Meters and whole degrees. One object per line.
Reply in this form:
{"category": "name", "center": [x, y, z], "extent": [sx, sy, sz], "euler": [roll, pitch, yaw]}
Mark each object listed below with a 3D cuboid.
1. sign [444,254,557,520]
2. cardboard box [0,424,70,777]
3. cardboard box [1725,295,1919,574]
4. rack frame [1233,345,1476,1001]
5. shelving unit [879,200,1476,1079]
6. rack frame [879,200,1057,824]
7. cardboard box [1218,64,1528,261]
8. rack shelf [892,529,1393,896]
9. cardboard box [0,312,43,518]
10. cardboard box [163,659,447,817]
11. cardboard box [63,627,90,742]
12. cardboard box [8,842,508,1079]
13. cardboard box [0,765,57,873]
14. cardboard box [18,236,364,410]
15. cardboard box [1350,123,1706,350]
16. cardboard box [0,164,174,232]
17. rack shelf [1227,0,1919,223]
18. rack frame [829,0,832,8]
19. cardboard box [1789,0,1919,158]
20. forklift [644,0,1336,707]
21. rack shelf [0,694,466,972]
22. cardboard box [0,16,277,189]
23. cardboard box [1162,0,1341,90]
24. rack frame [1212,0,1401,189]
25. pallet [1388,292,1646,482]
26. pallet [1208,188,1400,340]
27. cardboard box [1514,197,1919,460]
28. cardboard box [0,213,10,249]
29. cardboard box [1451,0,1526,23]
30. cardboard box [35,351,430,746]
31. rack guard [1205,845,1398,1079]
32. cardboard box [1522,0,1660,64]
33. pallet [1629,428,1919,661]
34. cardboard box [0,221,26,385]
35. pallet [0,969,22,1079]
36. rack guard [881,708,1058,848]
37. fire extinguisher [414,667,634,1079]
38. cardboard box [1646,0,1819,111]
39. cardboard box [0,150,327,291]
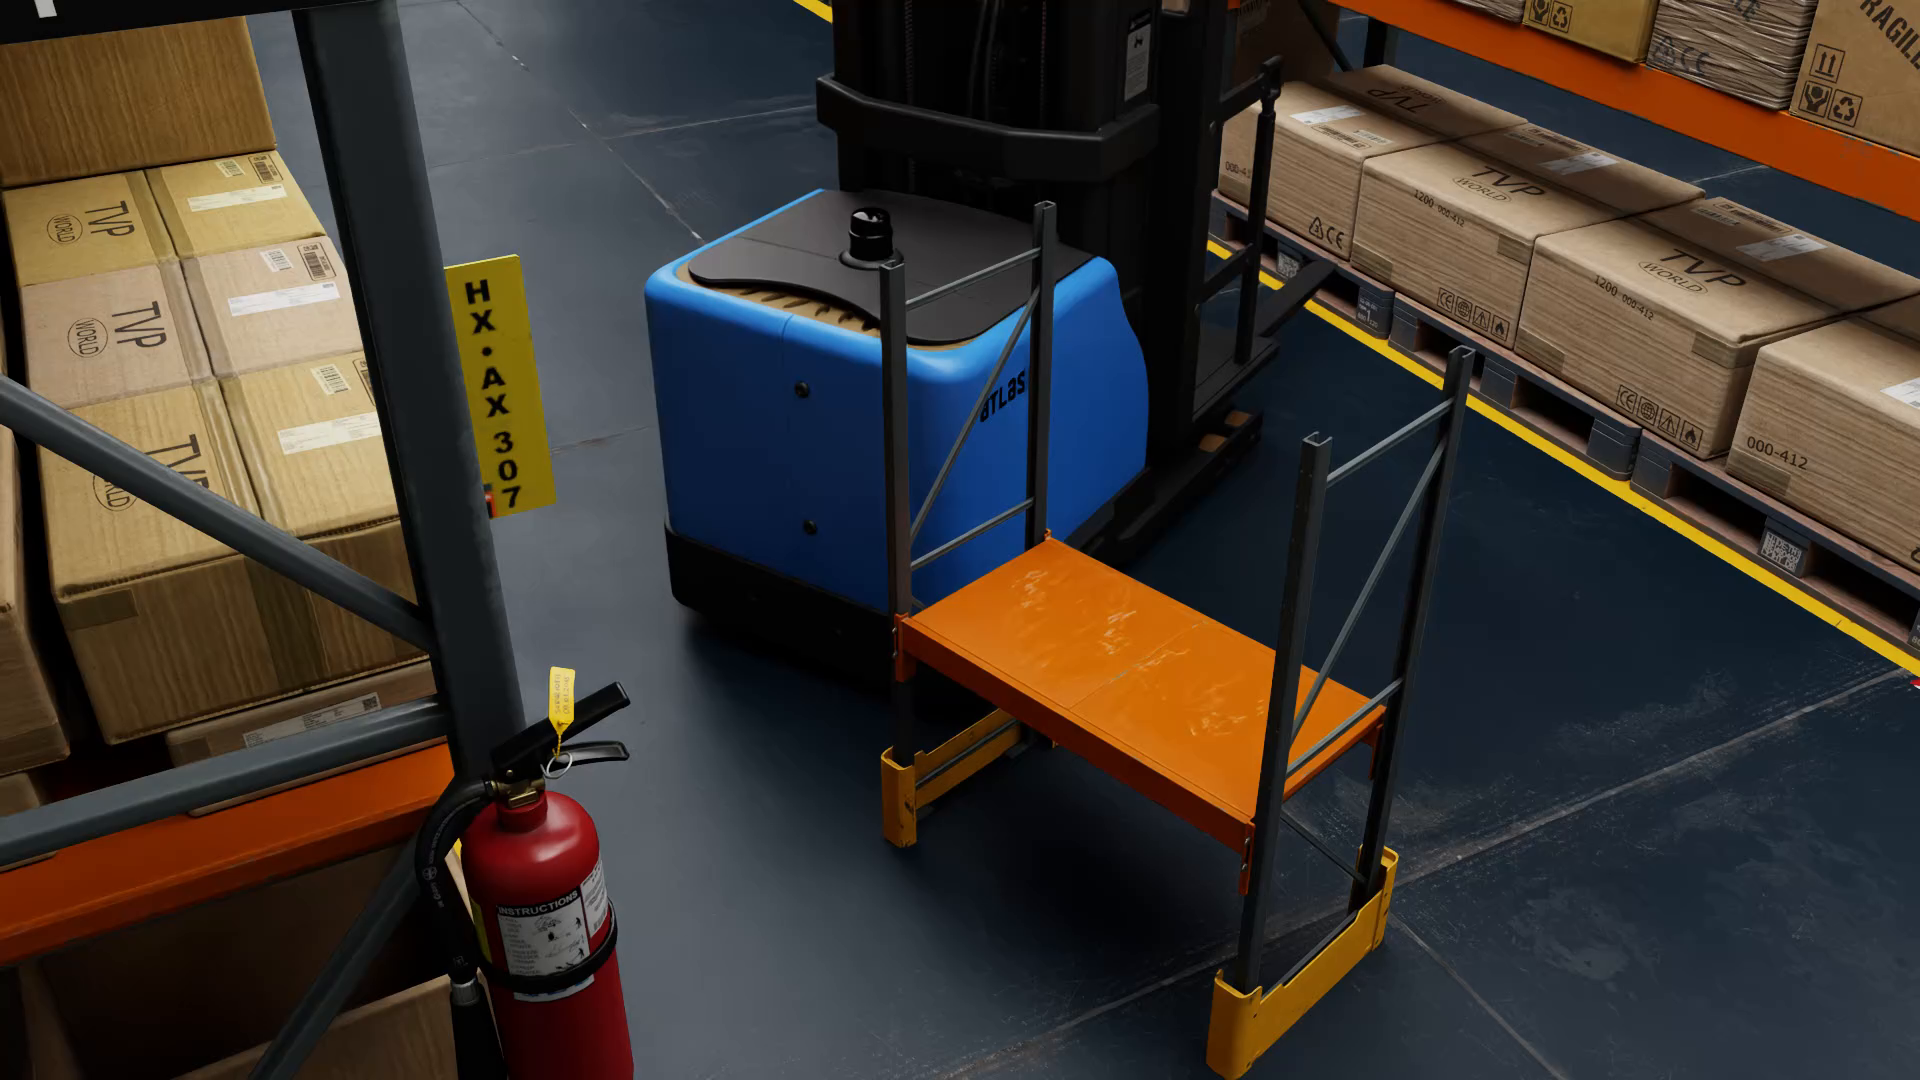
{"category": "sign", "center": [-0.539, -0.171, 1.934], "extent": [0.100, 0.325, 0.005], "euler": [-16, 36, -23]}
{"category": "cardboard box", "center": [-1.468, 0.115, 2.153], "extent": [0.500, 0.250, 0.500], "euler": [-15, 36, -22]}
{"category": "cardboard box", "center": [2.974, -0.308, 4.936], "extent": [0.875, 0.438, 0.875], "euler": [-17, 36, -25]}
{"category": "rack frame", "center": [0.747, 0.378, 3.270], "extent": [0.032, 1.500, 0.500], "euler": [28, 42, 36]}
{"category": "shelving unit", "center": [0.392, 0.188, 3.566], "extent": [1.083, 1.500, 0.587], "euler": [28, 42, 36]}
{"category": "rack frame", "center": [0.024, -0.008, 3.872], "extent": [0.032, 1.500, 0.500], "euler": [28, 42, 36]}
{"category": "cardboard box", "center": [1.703, -1.600, 6.953], "extent": [0.875, 0.438, 0.875], "euler": [-16, 36, -24]}
{"category": "rack shelf", "center": [0.386, 0.336, 3.668], "extent": [1.000, 0.185, 0.538], "euler": [28, 42, 36]}
{"category": "cardboard box", "center": [-1.708, -0.131, 2.537], "extent": [0.500, 0.250, 0.500], "euler": [-16, 36, -23]}
{"category": "cardboard box", "center": [-0.930, 0.210, 2.374], "extent": [0.380, 0.149, 0.250], "euler": [-16, 36, -23]}
{"category": "cardboard box", "center": [-1.475, 0.209, 2.377], "extent": [0.380, 0.149, 0.250], "euler": [-15, 35, -22]}
{"category": "cardboard box", "center": [-1.221, 0.889, 3.007], "extent": [0.797, 0.503, 0.637], "euler": [-17, 37, -25]}
{"category": "cardboard box", "center": [-1.411, 0.345, 2.163], "extent": [0.380, 0.149, 0.250], "euler": [-16, 36, -24]}
{"category": "cardboard box", "center": [-1.228, -0.257, 2.733], "extent": [0.500, 0.250, 0.500], "euler": [-15, 36, -23]}
{"category": "cardboard box", "center": [2.121, -1.173, 6.287], "extent": [0.875, 0.438, 0.875], "euler": [-17, 36, -24]}
{"category": "cardboard box", "center": [-1.724, -0.737, 3.482], "extent": [0.500, 0.250, 0.500], "euler": [-17, 36, -24]}
{"category": "rack shelf", "center": [2.438, -1.572, 5.589], "extent": [1.077, 0.370, 4.000], "euler": [-16, 36, -23]}
{"category": "rack frame", "center": [-0.360, -4.738, 9.865], "extent": [1.000, 3.000, 0.127], "euler": [-16, 36, -23]}
{"category": "cardboard box", "center": [2.690, -1.369, 4.514], "extent": [0.500, 0.500, 0.500], "euler": [-17, 36, -24]}
{"category": "forklift", "center": [0.376, -1.547, 4.947], "extent": [1.130, 2.935, 3.031], "euler": [19, 37, 27]}
{"category": "rack shelf", "center": [-1.952, -0.321, 3.638], "extent": [1.077, 0.370, 4.000], "euler": [-16, 36, -23]}
{"category": "cardboard box", "center": [-1.692, -1.048, 3.273], "extent": [0.500, 0.500, 0.500], "euler": [-15, 36, -22]}
{"category": "cardboard box", "center": [1.145, -2.387, 7.775], "extent": [0.875, 0.875, 0.875], "euler": [-15, 35, -22]}
{"category": "rack frame", "center": [1.505, -2.829, 6.885], "extent": [1.000, 3.000, 0.127], "euler": [-16, 36, -23]}
{"category": "pallet", "center": [2.363, -0.689, 6.130], "extent": [1.003, 0.211, 1.213], "euler": [-16, 36, -23]}
{"category": "pallet", "center": [1.791, -1.272, 7.040], "extent": [1.003, 0.211, 1.213], "euler": [-16, 36, -23]}
{"category": "cardboard box", "center": [2.540, -0.743, 5.614], "extent": [0.875, 0.438, 0.875], "euler": [-15, 36, -22]}
{"category": "cardboard box", "center": [-2.178, -0.618, 3.298], "extent": [0.500, 0.250, 0.500], "euler": [-16, 36, -23]}
{"category": "cardboard box", "center": [1.950, -2.101, 5.656], "extent": [0.500, 0.500, 0.500], "euler": [-16, 36, -23]}
{"category": "cardboard box", "center": [-0.992, -0.016, 2.358], "extent": [0.500, 0.250, 0.500], "euler": [-16, 36, -23]}
{"category": "rack guard", "center": [0.746, 0.904, 3.608], "extent": [0.087, 0.250, 0.587], "euler": [28, 42, 36]}
{"category": "cardboard box", "center": [2.190, -1.855, 5.273], "extent": [0.500, 0.500, 0.500], "euler": [-15, 35, -22]}
{"category": "pallet", "center": [2.928, -0.108, 5.223], "extent": [1.003, 0.211, 1.213], "euler": [-16, 36, -23]}
{"category": "cardboard box", "center": [-1.935, -0.369, 2.908], "extent": [0.500, 0.250, 0.500], "euler": [-15, 35, -22]}
{"category": "pallet", "center": [-1.427, 1.088, 3.356], "extent": [1.003, 0.211, 1.213], "euler": [-16, 36, -23]}
{"category": "rack guard", "center": [0.038, 0.526, 4.198], "extent": [0.087, 0.250, 0.587], "euler": [28, 42, 36]}
{"category": "fire extinguisher", "center": [-0.542, 0.474, 2.147], "extent": [0.296, 0.674, 0.183], "euler": [-16, 36, -23]}
{"category": "cardboard box", "center": [2.442, -1.612, 4.893], "extent": [0.500, 0.500, 0.500], "euler": [-15, 36, -22]}
{"category": "cardboard box", "center": [-1.467, -0.498, 3.110], "extent": [0.500, 0.250, 0.500], "euler": [-17, 36, -24]}
